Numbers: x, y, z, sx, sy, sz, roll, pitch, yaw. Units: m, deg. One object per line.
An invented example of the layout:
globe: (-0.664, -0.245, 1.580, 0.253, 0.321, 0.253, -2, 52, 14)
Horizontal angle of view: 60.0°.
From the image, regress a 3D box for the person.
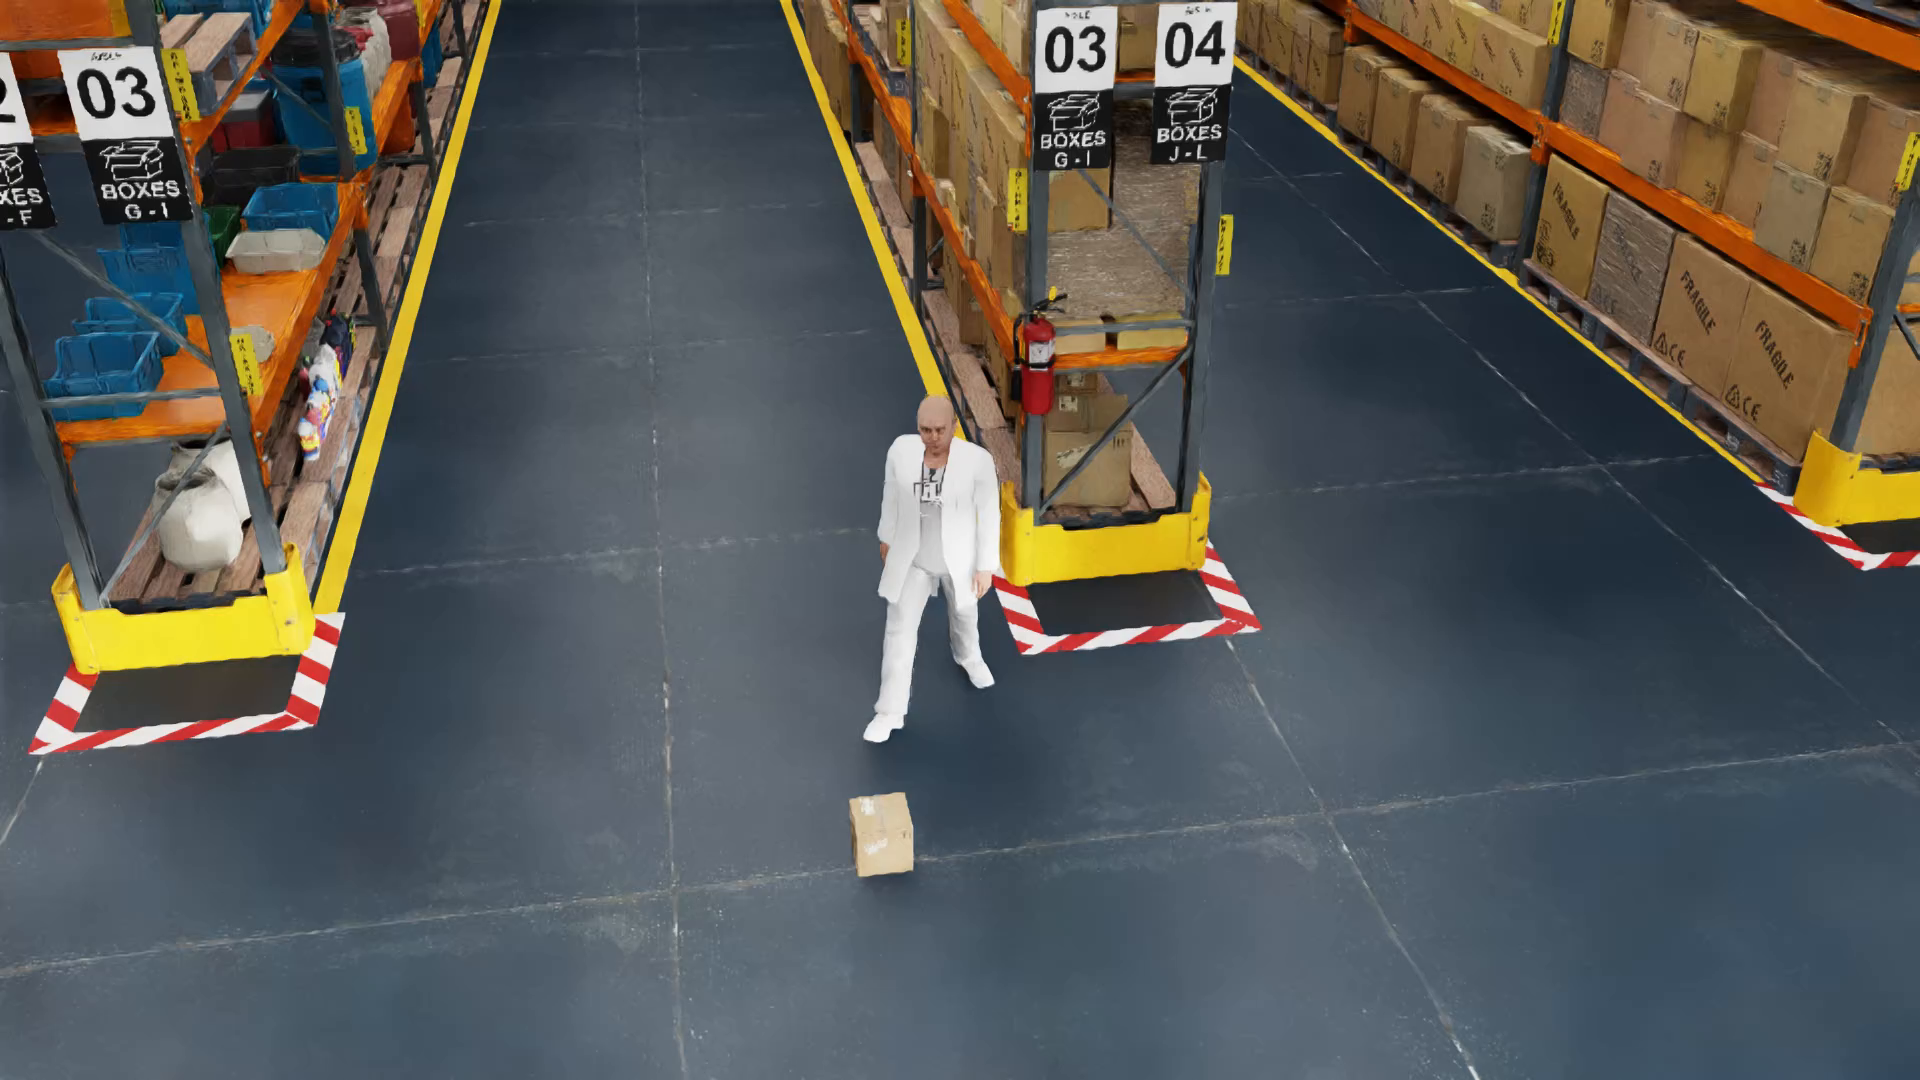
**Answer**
person: (-0.127, 0.096, 7.992, 0.625, 1.738, 0.973, 5, 31, 9)
